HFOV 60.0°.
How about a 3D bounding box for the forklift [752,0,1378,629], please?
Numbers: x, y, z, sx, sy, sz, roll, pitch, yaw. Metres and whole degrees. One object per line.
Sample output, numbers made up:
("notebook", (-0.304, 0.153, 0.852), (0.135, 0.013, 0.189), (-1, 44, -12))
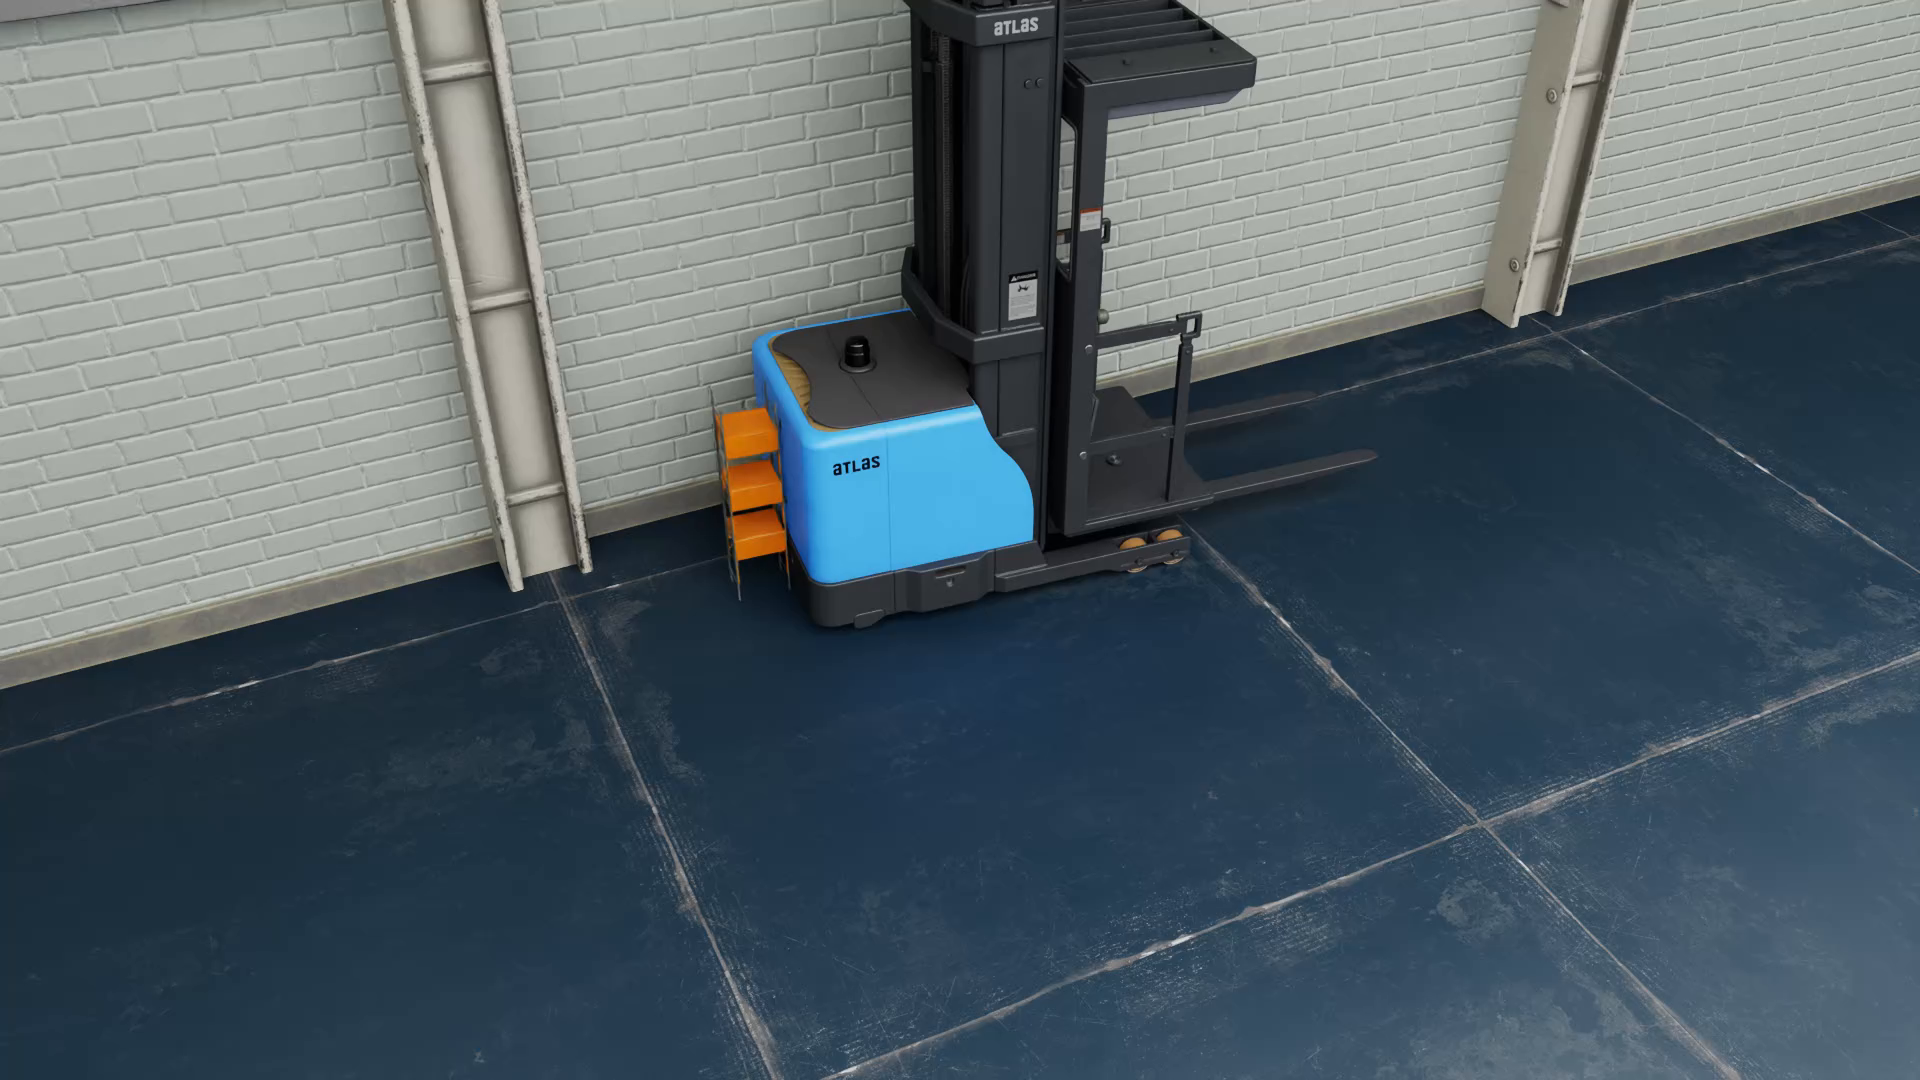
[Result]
("forklift", (0.591, -1.304, 7.548), (3.031, 2.935, 1.130), (-12, 38, -16))

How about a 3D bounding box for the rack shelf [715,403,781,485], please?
("rack shelf", (-0.958, -0.434, 7.495), (0.240, 0.259, 0.215), (-12, 38, -15))

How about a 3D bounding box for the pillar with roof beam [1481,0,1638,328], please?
("pillar with roof beam", (5.242, -2.696, 4.331), (0.400, 9.000, 9.100), (-16, 39, -20))

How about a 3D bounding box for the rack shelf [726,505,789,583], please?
("rack shelf", (-0.957, 0.017, 7.829), (0.240, 0.259, 0.215), (-12, 38, -15))

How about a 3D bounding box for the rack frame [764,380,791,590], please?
("rack frame", (-0.843, -0.239, 7.690), (0.008, 1.050, 0.200), (-12, 38, -15))

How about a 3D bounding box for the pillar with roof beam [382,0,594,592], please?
("pillar with roof beam", (-0.189, -1.177, 2.283), (0.400, 9.000, 9.100), (-16, 39, -20))

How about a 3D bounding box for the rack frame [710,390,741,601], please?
("rack frame", (-1.073, -0.190, 7.625), (0.008, 1.050, 0.200), (-12, 38, -15))

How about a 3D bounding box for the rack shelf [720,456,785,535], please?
("rack shelf", (-0.958, -0.206, 7.664), (0.240, 0.259, 0.215), (-12, 38, -15))

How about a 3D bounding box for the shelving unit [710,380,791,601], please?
("shelving unit", (-0.958, -0.214, 7.657), (0.252, 1.050, 0.215), (-12, 38, -15))
